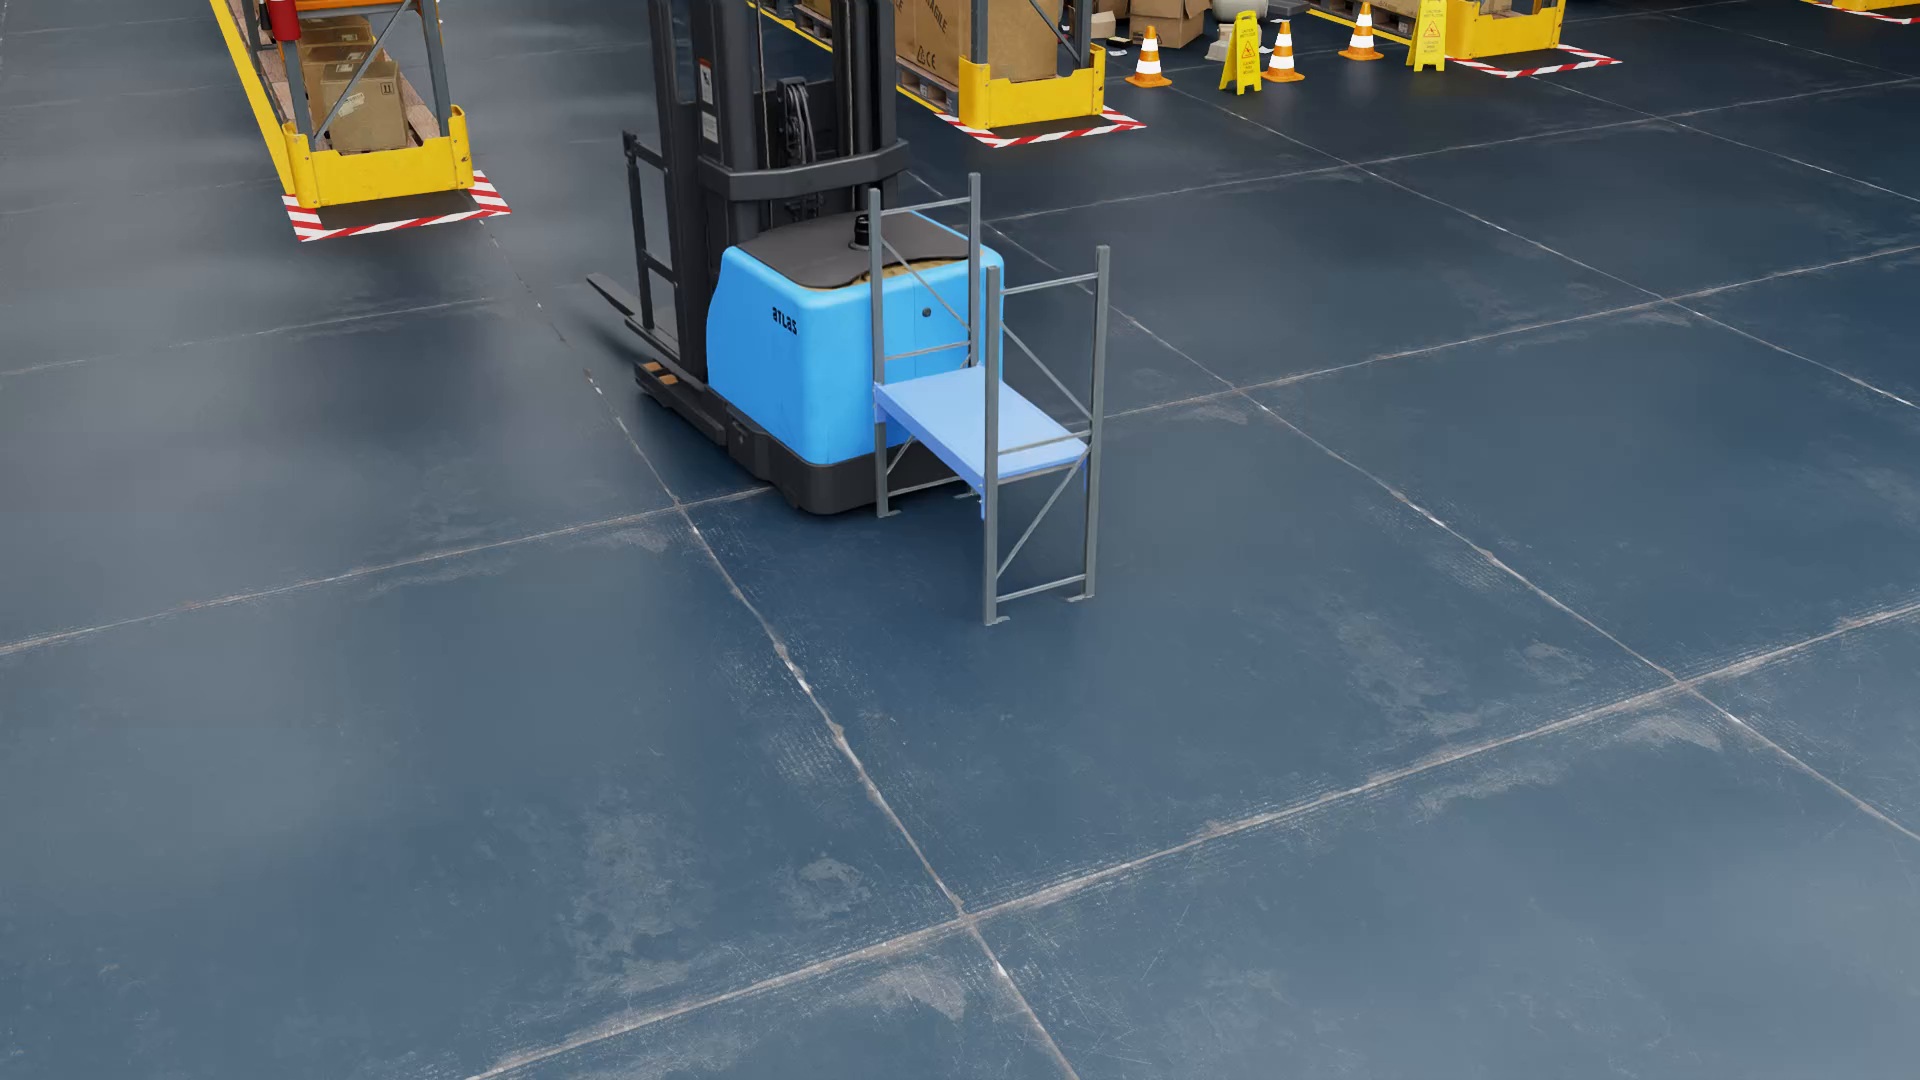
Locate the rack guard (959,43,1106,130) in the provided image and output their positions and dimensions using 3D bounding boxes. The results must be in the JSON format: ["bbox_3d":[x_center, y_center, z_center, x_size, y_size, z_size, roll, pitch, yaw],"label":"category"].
[{"bbox_3d":[0.571,-3.601,13.162,1.175,0.500,0.348,-13,32,-22],"label":"rack guard"}]

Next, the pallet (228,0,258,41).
[{"bbox_3d":[-6.543,-5.140,16.200,1.003,0.211,1.213,-13,32,-22],"label":"pallet"}]

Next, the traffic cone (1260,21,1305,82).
[{"bbox_3d":[2.781,-4.216,14.295,0.336,0.463,0.334,-13,32,-22],"label":"traffic cone"}]

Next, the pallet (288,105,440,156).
[{"bbox_3d":[-4.312,-2.889,12.187,1.003,0.211,1.213,-13,32,-22],"label":"pallet"}]

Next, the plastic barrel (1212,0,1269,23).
[{"bbox_3d":[2.734,-5.257,16.193,0.512,0.421,0.421,7,30,13],"label":"plastic barrel"}]

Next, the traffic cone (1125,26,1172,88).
[{"bbox_3d":[1.615,-4.129,14.140,0.336,0.463,0.334,-13,32,-22],"label":"traffic cone"}]

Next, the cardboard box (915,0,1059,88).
[{"bbox_3d":[0.210,-4.244,13.495,0.875,0.875,0.875,-13,32,-22],"label":"cardboard box"}]

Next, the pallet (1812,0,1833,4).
[{"bbox_3d":[9.103,-5.943,17.633,1.003,0.211,1.213,-13,32,-22],"label":"pallet"}]

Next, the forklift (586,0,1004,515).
[{"bbox_3d":[-1.020,-2.066,7.937,1.130,2.935,3.031,-18,34,-29],"label":"forklift"}]

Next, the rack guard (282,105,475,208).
[{"bbox_3d":[-3.995,-2.649,11.463,1.175,0.500,0.348,-13,32,-22],"label":"rack guard"}]

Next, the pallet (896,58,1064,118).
[{"bbox_3d":[0.146,-3.823,13.852,1.003,0.211,1.213,-13,32,-22],"label":"pallet"}]

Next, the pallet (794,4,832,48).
[{"bbox_3d":[-0.901,-4.901,15.774,1.003,0.211,1.213,-13,32,-22],"label":"pallet"}]

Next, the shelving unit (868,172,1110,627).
[{"bbox_3d":[0.088,-0.590,6.768,0.538,1.500,1.048,-14,32,-24],"label":"shelving unit"}]

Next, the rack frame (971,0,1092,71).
[{"bbox_3d":[0.560,-4.702,12.569,1.000,3.000,0.127,-13,32,-22],"label":"rack frame"}]

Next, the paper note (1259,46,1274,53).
[{"bbox_3d":[2.784,-4.491,15.228,0.142,0.019,0.148,26,38,38],"label":"paper note"}]

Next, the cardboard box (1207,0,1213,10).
[{"bbox_3d":[2.502,-5.705,16.910,0.500,0.500,0.500,7,30,13],"label":"cardboard box"}]

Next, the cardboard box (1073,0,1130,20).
[{"bbox_3d":[1.538,-5.412,16.249,0.797,0.637,0.503,-13,32,-22],"label":"cardboard box"}]

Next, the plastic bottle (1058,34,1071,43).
[{"bbox_3d":[0.901,-4.691,15.553,0.133,0.061,0.283,26,38,38],"label":"plastic bottle"}]

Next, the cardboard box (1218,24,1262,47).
[{"bbox_3d":[2.601,-4.697,15.475,0.380,0.149,0.250,2,29,4],"label":"cardboard box"}]

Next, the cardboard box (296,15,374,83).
[{"bbox_3d":[-4.954,-3.871,13.213,0.500,0.500,0.500,-16,33,-26],"label":"cardboard box"}]

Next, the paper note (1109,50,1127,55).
[{"bbox_3d":[1.438,-4.437,15.134,0.144,0.017,0.142,-3,29,-5],"label":"paper note"}]

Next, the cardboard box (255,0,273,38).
[{"bbox_3d":[-5.924,-4.850,14.938,0.700,0.500,0.500,-16,33,-26],"label":"cardboard box"}]

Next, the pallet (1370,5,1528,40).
[{"bbox_3d":[4.638,-4.970,15.897,1.003,0.211,1.213,-13,32,-22],"label":"pallet"}]

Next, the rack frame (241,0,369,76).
[{"bbox_3d":[-5.680,-5.473,13.942,1.000,3.000,0.127,-13,32,-22],"label":"rack frame"}]

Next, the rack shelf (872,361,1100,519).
[{"bbox_3d":[0.088,-0.433,6.856,0.538,0.185,1.000,-14,32,-24],"label":"rack shelf"}]

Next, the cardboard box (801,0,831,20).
[{"bbox_3d":[-0.950,-5.433,15.615,0.875,0.875,0.875,-13,32,-21],"label":"cardboard box"}]

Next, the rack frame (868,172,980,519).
[{"bbox_3d":[-0.144,-0.811,7.163,0.500,1.500,0.032,-14,32,-24],"label":"rack frame"}]

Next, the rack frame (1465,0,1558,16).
[{"bbox_3d":[4.988,-5.786,14.502,1.000,3.000,0.127,-13,32,-22],"label":"rack frame"}]

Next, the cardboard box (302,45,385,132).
[{"bbox_3d":[-4.503,-3.335,12.256,0.500,0.500,0.500,-5,30,-9],"label":"cardboard box"}]

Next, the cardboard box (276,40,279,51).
[{"bbox_3d":[-5.544,-4.380,14.121,0.500,0.500,0.500,-14,32,-23],"label":"cardboard box"}]

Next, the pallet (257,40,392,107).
[{"bbox_3d":[-5.360,-3.967,14.109,1.003,0.211,1.213,-13,32,-22],"label":"pallet"}]

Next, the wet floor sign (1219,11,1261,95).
[{"bbox_3d":[2.361,-4.078,13.864,0.267,0.644,0.232,-19,35,-30],"label":"wet floor sign"}]

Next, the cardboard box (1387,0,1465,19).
[{"bbox_3d":[4.387,-5.081,15.627,0.500,0.250,0.500,-13,32,-22],"label":"cardboard box"}]

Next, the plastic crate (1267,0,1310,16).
[{"bbox_3d":[3.204,-5.414,16.824,0.583,0.080,0.402,26,38,38],"label":"plastic crate"}]
